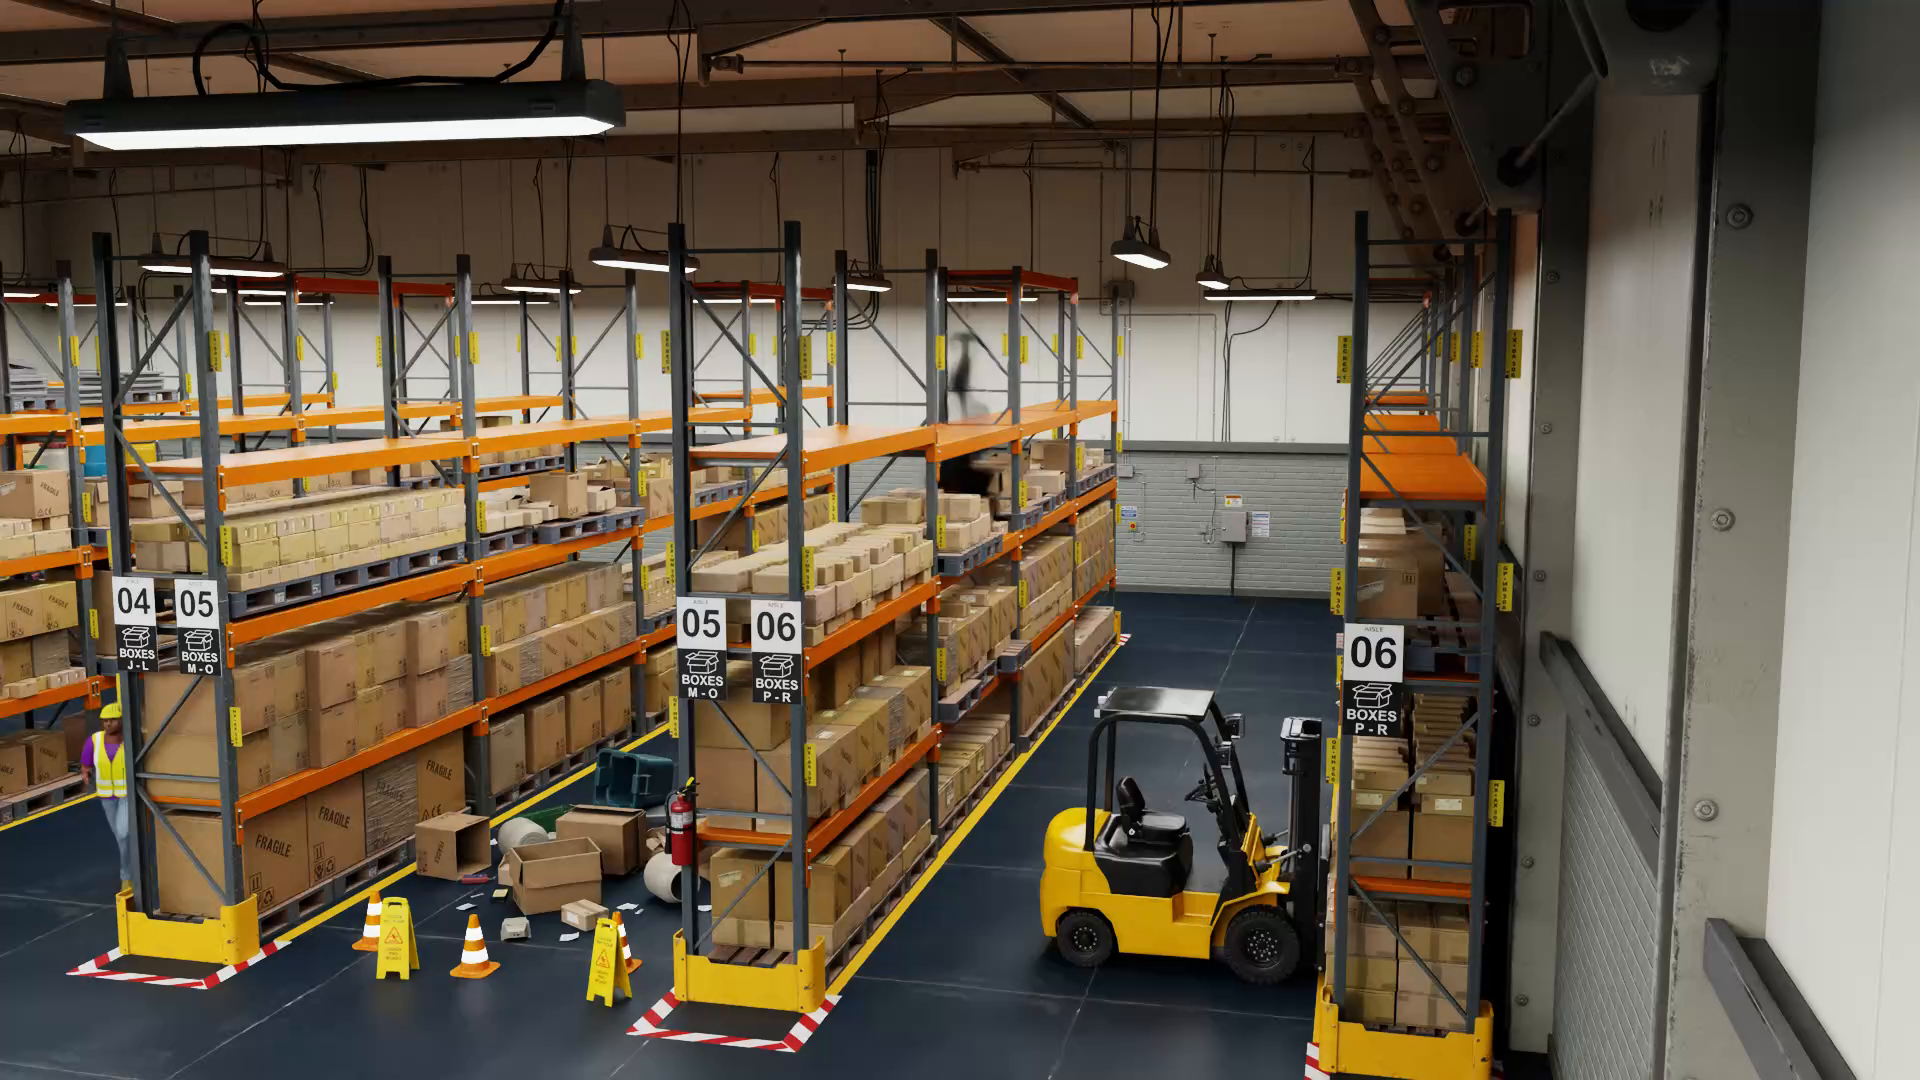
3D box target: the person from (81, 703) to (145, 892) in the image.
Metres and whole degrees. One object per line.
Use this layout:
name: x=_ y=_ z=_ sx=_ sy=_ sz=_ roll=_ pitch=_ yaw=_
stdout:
person: x=-7.861 y=2.407 z=15.560 sx=0.628 sy=1.813 sz=0.826 roll=0 pitch=7 yaw=0

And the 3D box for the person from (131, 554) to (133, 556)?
person: x=-16.973 y=0.221 z=33.895 sx=0.772 sy=1.636 sz=0.567 roll=2 pitch=7 yaw=19
